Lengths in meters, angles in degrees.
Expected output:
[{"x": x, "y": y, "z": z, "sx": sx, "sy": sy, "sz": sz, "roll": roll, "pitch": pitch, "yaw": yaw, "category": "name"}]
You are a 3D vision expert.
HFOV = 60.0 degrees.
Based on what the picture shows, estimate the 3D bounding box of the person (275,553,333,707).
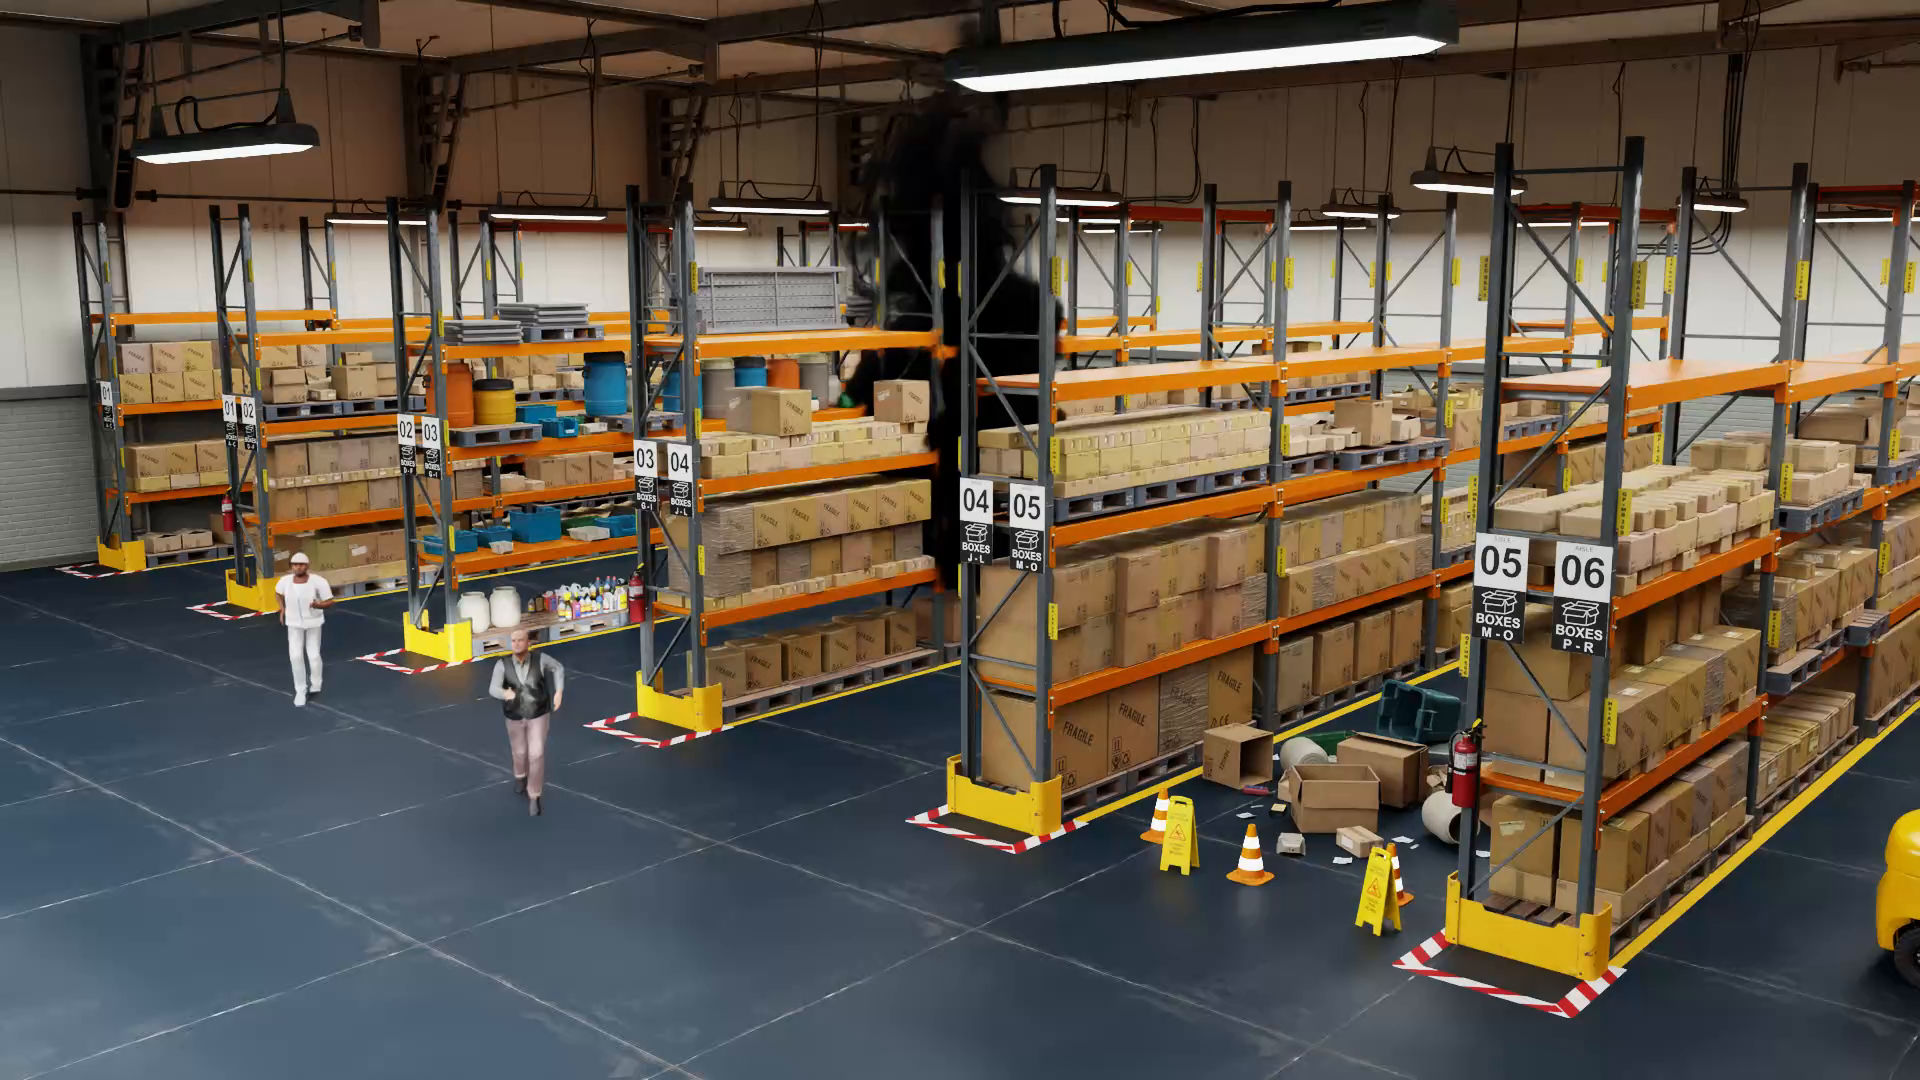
[{"x": -7.774, "y": 1.040, "z": 19.714, "sx": 0.683, "sy": 1.809, "sz": 0.735, "roll": -2, "pitch": 10, "yaw": -13, "category": "person"}]

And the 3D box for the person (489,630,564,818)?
[{"x": -4.122, "y": 1.709, "z": 15.867, "sx": 0.664, "sy": 1.770, "sz": 0.900, "roll": -1, "pitch": 10, "yaw": -6, "category": "person"}]
